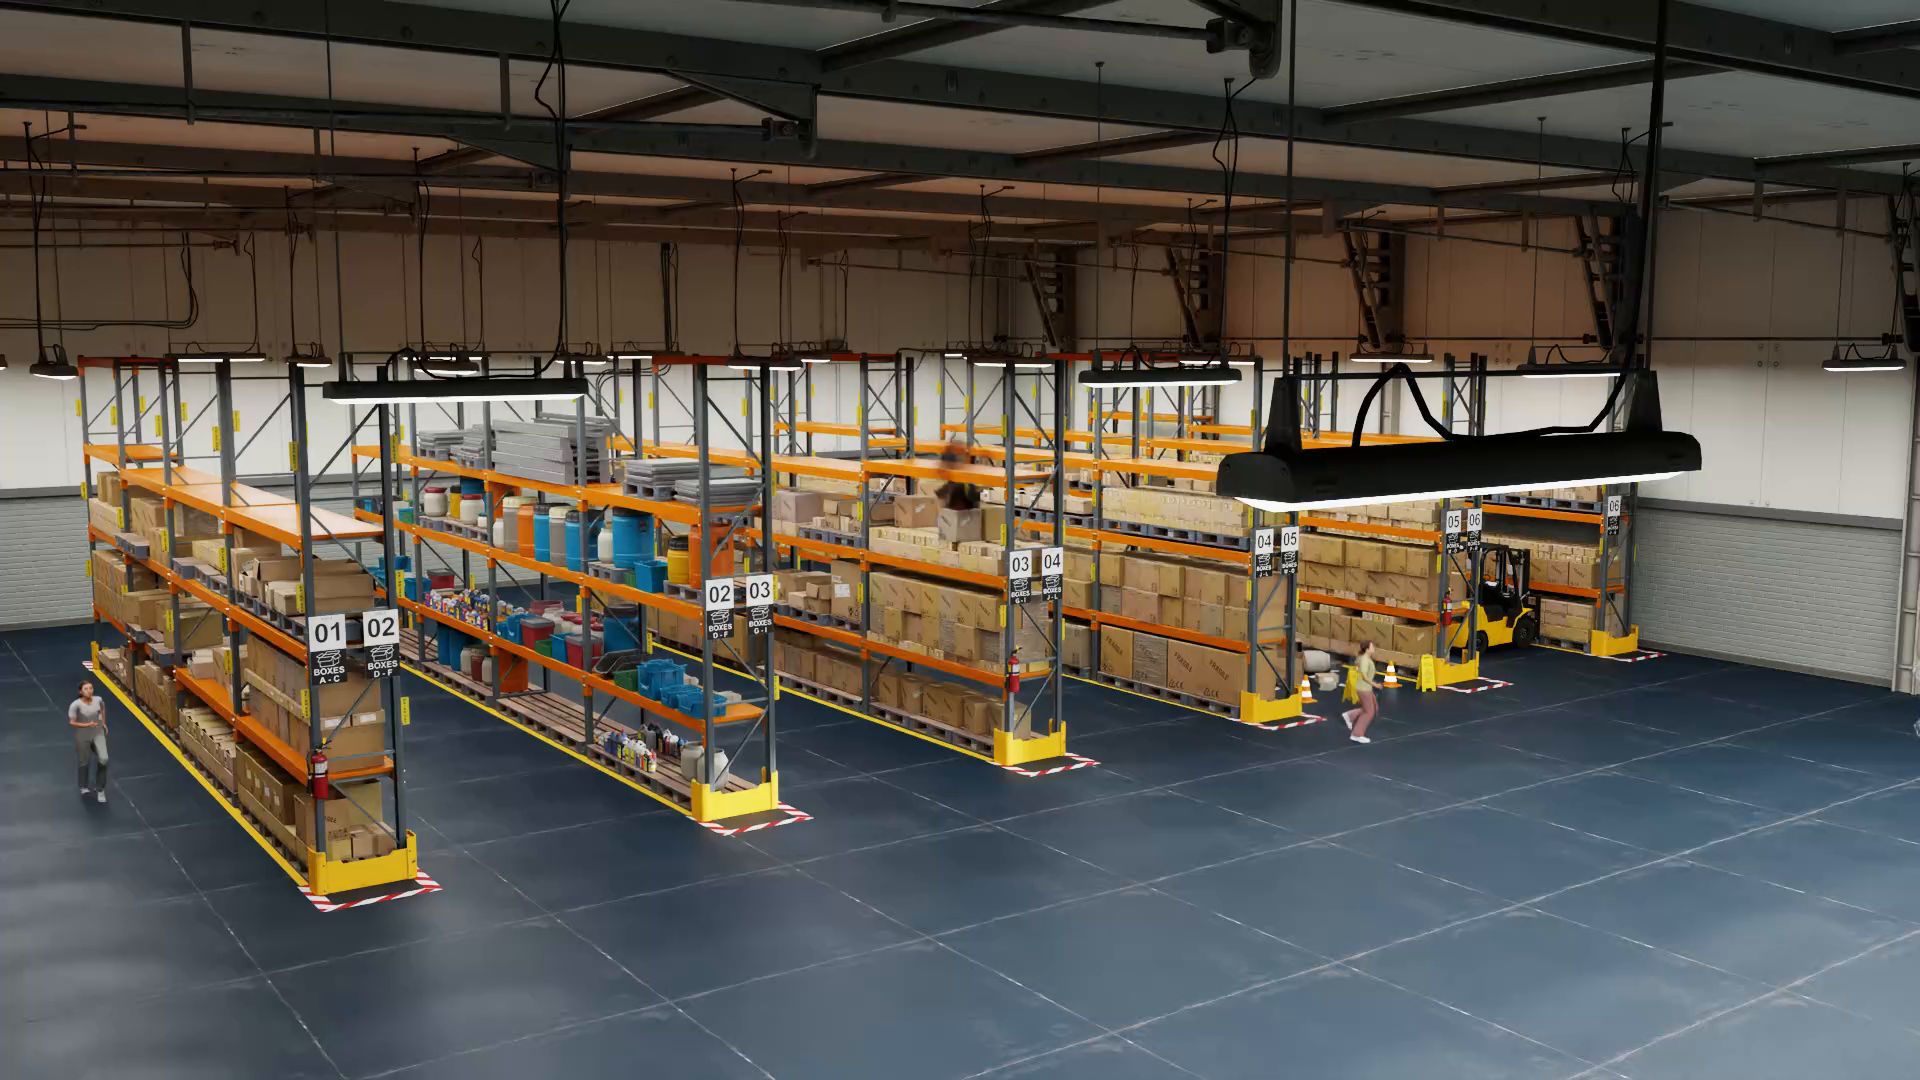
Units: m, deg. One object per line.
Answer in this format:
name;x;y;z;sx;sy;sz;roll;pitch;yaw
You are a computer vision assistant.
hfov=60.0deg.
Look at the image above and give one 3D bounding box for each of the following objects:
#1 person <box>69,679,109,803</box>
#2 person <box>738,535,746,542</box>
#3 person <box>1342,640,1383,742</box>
person;-11.926;2.748;22.799;0.526;1.710;0.812;-6;9;-43
person;-5.359;0.594;40.783;0.705;1.634;0.517;3;8;24
person;6.346;2.365;26.200;0.611;1.635;0.604;1;7;11
